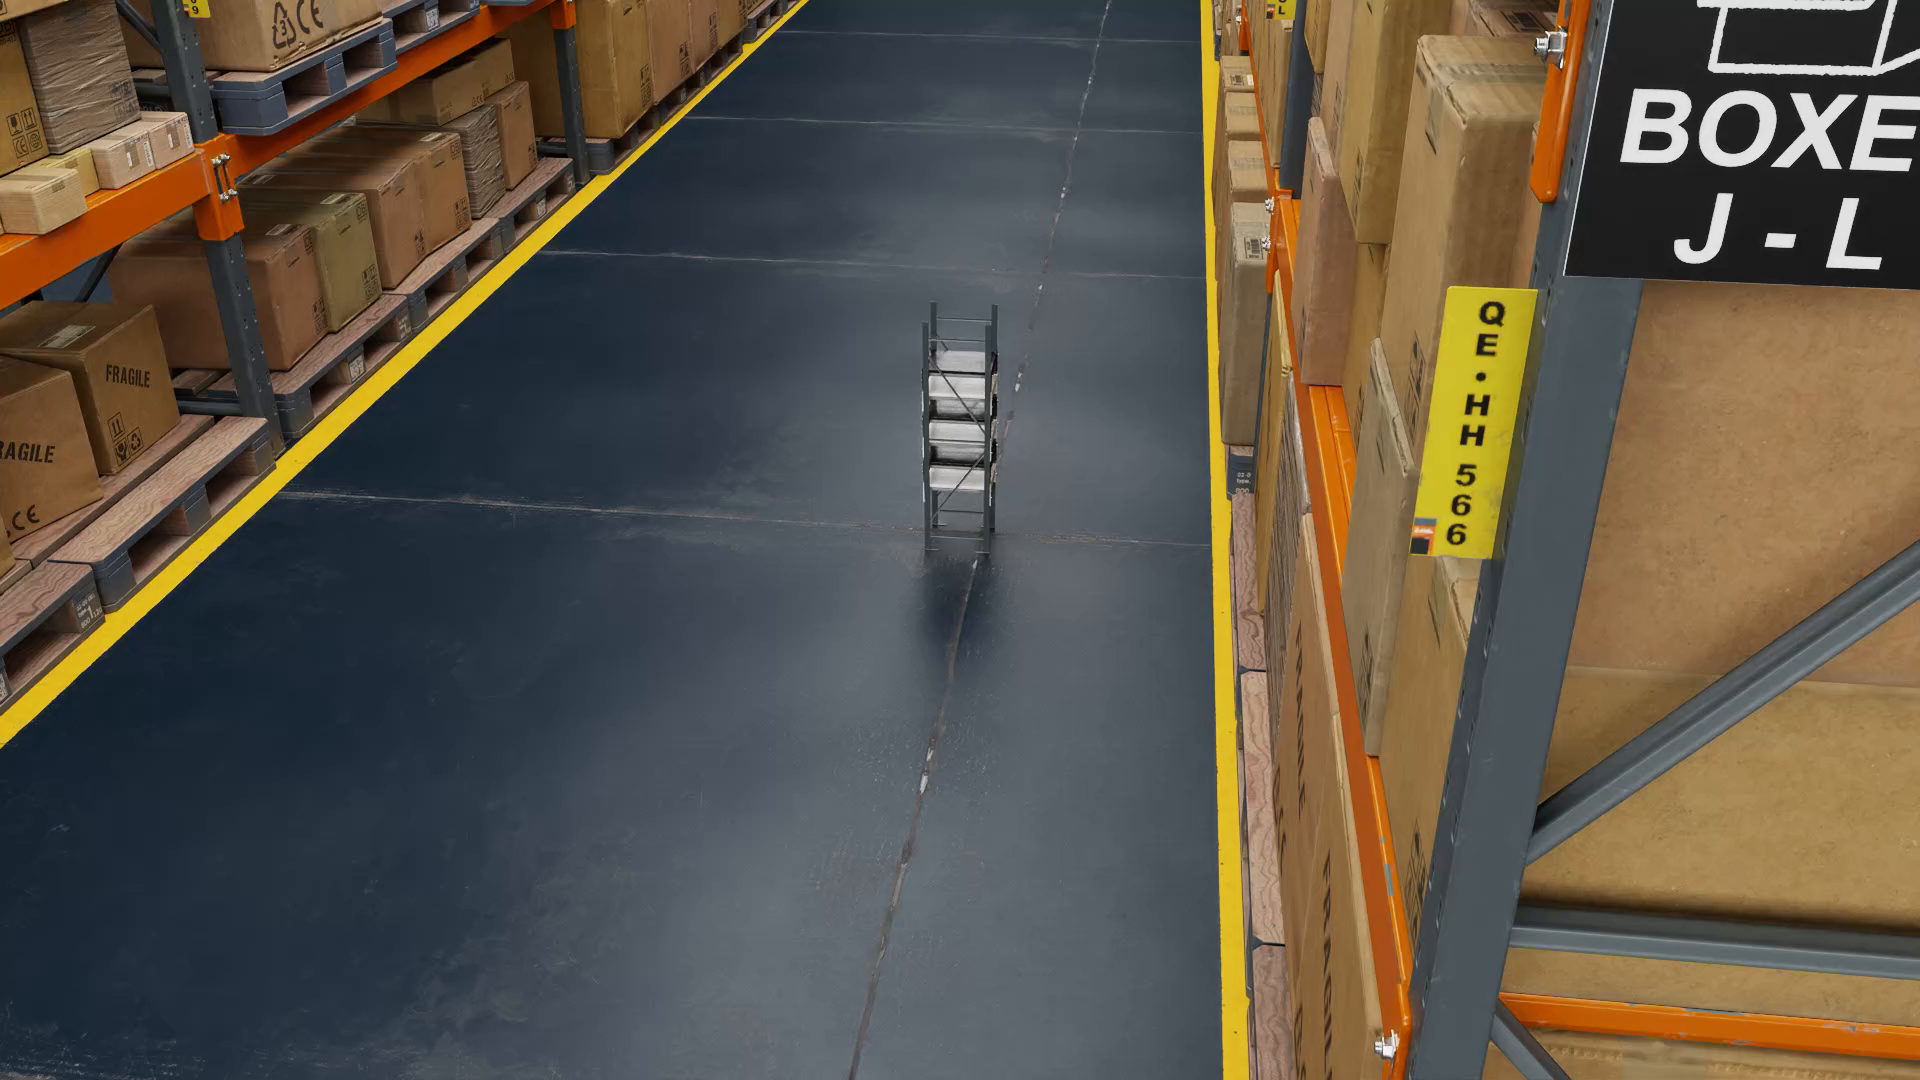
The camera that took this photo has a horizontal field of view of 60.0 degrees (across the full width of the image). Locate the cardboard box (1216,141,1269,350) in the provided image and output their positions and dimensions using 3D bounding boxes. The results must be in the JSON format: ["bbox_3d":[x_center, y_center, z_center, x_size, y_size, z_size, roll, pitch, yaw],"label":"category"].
[{"bbox_3d":[1.707,-1.301,7.431,1.050,0.750,0.750,3,28,6],"label":"cardboard box"}]

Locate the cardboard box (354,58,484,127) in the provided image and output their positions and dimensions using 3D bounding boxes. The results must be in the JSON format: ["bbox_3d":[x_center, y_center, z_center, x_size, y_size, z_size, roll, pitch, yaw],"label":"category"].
[{"bbox_3d":[-2.930,-2.430,8.979,0.500,0.250,0.500,7,29,12],"label":"cardboard box"}]

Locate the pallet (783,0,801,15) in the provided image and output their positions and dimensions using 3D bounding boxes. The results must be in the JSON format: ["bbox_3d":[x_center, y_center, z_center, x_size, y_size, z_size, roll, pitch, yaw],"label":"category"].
[{"bbox_3d":[-2.014,-5.158,15.602,1.003,0.211,1.213,3,28,6],"label":"pallet"}]

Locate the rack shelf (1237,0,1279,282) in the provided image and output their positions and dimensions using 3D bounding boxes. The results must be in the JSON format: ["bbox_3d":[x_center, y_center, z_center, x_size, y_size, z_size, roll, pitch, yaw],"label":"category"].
[{"bbox_3d":[1.843,-1.980,7.521,1.077,0.370,4.000,3,28,6],"label":"rack shelf"}]

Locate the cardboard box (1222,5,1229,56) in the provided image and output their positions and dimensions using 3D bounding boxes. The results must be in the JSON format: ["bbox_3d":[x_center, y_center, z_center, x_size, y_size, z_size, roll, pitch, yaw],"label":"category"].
[{"bbox_3d":[2.161,-3.624,12.006,0.500,0.500,0.500,5,29,8],"label":"cardboard box"}]

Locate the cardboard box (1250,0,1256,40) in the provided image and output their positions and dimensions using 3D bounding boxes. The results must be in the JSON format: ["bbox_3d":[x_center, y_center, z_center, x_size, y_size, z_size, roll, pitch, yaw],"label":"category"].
[{"bbox_3d":[1.643,-2.610,7.826,0.500,0.500,0.500,3,28,6],"label":"cardboard box"}]

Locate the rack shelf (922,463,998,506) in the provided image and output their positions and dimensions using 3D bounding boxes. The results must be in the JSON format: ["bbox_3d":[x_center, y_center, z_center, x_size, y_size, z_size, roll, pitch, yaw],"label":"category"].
[{"bbox_3d":[0.001,-0.212,6.145,0.258,0.077,0.200,3,28,6],"label":"rack shelf"}]

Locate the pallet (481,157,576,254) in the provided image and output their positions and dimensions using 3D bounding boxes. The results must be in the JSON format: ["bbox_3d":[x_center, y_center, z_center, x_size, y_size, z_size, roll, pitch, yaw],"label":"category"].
[{"bbox_3d":[-2.920,-1.978,9.700,1.003,0.211,1.213,3,28,6],"label":"pallet"}]

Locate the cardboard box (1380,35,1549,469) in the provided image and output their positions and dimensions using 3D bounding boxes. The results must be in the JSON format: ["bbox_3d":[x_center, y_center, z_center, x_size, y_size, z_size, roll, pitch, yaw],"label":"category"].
[{"bbox_3d":[1.167,-0.450,2.627,0.875,0.550,0.550,3,28,6],"label":"cardboard box"}]

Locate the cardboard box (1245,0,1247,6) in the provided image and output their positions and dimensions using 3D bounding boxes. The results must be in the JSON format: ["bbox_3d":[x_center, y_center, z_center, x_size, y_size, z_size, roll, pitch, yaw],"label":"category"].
[{"bbox_3d":[1.765,-3.086,8.711,0.500,0.500,0.500,4,29,7],"label":"cardboard box"}]

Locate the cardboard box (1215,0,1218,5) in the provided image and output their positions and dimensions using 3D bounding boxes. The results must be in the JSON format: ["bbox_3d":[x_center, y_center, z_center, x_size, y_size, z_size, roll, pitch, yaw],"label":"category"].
[{"bbox_3d":[2.415,-4.742,14.453,0.380,0.149,0.250,3,28,6],"label":"cardboard box"}]

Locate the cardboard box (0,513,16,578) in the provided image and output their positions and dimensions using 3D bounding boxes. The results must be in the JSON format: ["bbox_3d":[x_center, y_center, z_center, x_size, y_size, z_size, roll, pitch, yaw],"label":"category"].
[{"bbox_3d":[-3.462,-0.023,5.322,0.500,0.500,0.500,1,28,2],"label":"cardboard box"}]

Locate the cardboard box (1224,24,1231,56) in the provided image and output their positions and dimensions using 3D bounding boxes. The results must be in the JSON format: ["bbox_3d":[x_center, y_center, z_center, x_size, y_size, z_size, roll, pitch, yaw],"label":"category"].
[{"bbox_3d":[2.025,-3.141,11.111,0.500,0.500,0.500,2,28,4],"label":"cardboard box"}]

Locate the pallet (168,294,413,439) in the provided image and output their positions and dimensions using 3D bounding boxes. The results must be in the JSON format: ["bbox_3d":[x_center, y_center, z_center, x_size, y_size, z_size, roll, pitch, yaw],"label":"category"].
[{"bbox_3d":[-3.219,-0.830,7.568,1.003,0.211,1.213,3,28,6],"label":"pallet"}]

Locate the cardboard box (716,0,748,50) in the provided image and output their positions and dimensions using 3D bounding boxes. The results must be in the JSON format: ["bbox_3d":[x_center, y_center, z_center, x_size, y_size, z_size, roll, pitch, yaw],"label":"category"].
[{"bbox_3d":[-2.391,-4.404,13.059,1.225,0.875,0.875,3,29,6],"label":"cardboard box"}]

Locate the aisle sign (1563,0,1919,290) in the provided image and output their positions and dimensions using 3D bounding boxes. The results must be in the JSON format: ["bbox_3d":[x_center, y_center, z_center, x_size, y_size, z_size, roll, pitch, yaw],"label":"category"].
[{"bbox_3d":[0.801,-0.601,1.462,0.394,0.787,0.004,3,28,6],"label":"aisle sign"}]

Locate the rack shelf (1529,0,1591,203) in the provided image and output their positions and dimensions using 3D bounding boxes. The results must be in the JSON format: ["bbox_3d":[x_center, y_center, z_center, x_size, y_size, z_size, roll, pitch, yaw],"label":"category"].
[{"bbox_3d":[1.353,-1.418,3.315,1.077,0.370,4.000,3,28,6],"label":"rack shelf"}]

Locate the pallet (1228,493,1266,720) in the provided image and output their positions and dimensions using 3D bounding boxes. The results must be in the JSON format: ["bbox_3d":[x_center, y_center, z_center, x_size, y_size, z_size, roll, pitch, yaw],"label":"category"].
[{"bbox_3d":[1.427,0.226,5.608,1.003,0.211,1.213,3,28,6],"label":"pallet"}]

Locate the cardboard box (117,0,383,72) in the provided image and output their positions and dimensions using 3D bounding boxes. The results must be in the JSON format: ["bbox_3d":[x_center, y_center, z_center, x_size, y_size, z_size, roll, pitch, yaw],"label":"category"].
[{"bbox_3d":[-3.076,-2.506,6.663,1.000,1.000,1.000,4,29,7],"label":"cardboard box"}]

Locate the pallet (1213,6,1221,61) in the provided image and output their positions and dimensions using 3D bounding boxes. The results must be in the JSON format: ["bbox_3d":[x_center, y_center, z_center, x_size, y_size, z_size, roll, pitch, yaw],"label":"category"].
[{"bbox_3d":[2.625,-4.211,13.845,1.003,0.211,1.213,3,28,6],"label":"pallet"}]

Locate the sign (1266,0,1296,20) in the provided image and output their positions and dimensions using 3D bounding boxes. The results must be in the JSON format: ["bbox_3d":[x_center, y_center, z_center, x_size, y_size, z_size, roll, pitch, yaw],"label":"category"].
[{"bbox_3d":[1.058,-1.857,5.397,0.100,0.325,0.005,3,28,6],"label":"sign"}]

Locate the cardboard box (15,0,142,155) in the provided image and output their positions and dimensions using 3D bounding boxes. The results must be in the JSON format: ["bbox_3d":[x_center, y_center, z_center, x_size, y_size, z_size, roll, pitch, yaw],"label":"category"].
[{"bbox_3d":[-3.429,-1.658,5.745,0.875,0.500,0.500,3,28,6],"label":"cardboard box"}]

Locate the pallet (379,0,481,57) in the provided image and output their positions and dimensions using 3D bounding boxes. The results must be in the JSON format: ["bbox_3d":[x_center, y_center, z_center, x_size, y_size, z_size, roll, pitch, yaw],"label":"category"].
[{"bbox_3d":[-3.024,-2.555,8.033,1.003,0.211,1.213,3,28,6],"label":"pallet"}]

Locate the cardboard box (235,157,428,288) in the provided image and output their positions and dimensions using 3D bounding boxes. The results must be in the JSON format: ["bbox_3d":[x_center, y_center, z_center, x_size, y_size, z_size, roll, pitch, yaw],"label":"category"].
[{"bbox_3d":[-3.071,-1.559,8.152,0.700,0.500,0.500,1,28,2],"label":"cardboard box"}]

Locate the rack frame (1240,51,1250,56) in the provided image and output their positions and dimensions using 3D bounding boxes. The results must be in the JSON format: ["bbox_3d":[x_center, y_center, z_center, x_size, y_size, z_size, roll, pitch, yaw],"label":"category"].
[{"bbox_3d":[2.088,-3.238,9.098,1.000,3.000,0.127,3,28,6],"label":"rack frame"}]

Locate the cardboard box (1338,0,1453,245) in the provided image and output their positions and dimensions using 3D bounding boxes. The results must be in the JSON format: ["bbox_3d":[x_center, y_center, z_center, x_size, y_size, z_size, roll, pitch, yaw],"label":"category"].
[{"bbox_3d":[1.307,-0.963,3.578,0.875,0.550,0.500,3,28,6],"label":"cardboard box"}]

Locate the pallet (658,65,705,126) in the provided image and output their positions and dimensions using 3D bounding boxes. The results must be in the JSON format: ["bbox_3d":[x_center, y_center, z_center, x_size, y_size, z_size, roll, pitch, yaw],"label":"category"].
[{"bbox_3d":[-2.499,-3.286,12.126,1.003,0.211,1.213,3,28,6],"label":"pallet"}]

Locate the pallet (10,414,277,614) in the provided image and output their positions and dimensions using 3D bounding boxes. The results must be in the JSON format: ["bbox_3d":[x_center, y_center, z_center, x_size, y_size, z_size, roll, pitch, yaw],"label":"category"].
[{"bbox_3d":[-3.360,-0.145,6.297,1.003,0.211,1.213,3,28,6],"label":"pallet"}]

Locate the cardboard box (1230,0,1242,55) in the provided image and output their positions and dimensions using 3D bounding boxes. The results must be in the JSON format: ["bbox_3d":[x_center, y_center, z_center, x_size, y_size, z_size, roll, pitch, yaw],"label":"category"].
[{"bbox_3d":[1.963,-3.228,10.481,0.500,0.250,0.500,4,29,7],"label":"cardboard box"}]

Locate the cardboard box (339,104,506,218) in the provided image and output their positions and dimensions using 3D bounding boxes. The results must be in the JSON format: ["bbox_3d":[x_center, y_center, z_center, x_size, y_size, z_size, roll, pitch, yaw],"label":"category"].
[{"bbox_3d":[-2.940,-2.089,9.136,0.700,0.500,0.500,1,28,2],"label":"cardboard box"}]

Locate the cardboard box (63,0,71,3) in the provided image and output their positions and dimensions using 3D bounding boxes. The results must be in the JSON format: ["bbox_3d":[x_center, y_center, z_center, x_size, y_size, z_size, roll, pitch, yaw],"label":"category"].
[{"bbox_3d":[-3.094,-2.078,5.472,0.500,0.500,0.500,3,28,6],"label":"cardboard box"}]

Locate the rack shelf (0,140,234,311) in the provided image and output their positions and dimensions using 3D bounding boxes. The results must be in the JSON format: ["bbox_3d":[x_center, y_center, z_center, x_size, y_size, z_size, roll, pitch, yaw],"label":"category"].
[{"bbox_3d":[-3.558,-0.433,4.649,1.077,0.370,4.000,3,28,6],"label":"rack shelf"}]

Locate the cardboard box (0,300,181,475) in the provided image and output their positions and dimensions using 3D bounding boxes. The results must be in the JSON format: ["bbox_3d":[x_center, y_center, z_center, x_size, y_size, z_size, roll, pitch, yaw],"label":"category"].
[{"bbox_3d":[-3.401,-0.589,6.374,0.500,0.500,0.500,3,28,5],"label":"cardboard box"}]

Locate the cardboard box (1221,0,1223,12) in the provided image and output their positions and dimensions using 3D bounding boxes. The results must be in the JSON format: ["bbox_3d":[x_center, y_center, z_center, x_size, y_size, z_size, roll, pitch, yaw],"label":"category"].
[{"bbox_3d":[2.301,-4.348,13.408,0.380,0.149,0.250,4,29,7],"label":"cardboard box"}]

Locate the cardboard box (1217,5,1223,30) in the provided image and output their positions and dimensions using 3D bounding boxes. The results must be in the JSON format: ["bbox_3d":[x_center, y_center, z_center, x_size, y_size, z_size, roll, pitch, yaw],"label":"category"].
[{"bbox_3d":[2.288,-4.255,13.549,0.380,0.149,0.250,4,29,7],"label":"cardboard box"}]

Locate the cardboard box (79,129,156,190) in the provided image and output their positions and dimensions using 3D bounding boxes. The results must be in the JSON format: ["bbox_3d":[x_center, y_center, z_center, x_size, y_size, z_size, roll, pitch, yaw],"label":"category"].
[{"bbox_3d":[-3.087,-1.345,5.849,0.380,0.149,0.250,3,28,6],"label":"cardboard box"}]

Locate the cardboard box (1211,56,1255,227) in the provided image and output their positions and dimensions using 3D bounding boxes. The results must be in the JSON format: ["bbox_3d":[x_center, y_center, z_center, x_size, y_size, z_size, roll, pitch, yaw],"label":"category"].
[{"bbox_3d":[1.924,-2.151,9.009,1.050,0.750,0.750,3,28,6],"label":"cardboard box"}]

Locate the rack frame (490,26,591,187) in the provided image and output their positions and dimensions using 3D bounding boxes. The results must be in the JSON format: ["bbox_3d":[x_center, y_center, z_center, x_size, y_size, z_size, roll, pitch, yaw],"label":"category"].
[{"bbox_3d":[-2.822,-3.574,9.721,1.000,3.000,0.127,3,28,6],"label":"rack frame"}]

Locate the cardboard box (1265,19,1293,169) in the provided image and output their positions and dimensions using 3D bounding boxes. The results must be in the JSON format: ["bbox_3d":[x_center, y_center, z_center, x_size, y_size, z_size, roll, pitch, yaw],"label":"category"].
[{"bbox_3d":[1.396,-1.660,6.064,0.500,0.500,0.500,3,28,6],"label":"cardboard box"}]

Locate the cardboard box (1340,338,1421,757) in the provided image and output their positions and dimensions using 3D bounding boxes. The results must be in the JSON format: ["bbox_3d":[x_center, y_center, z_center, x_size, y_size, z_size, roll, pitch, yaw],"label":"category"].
[{"bbox_3d":[1.154,0.024,2.884,0.875,0.550,0.550,3,28,6],"label":"cardboard box"}]

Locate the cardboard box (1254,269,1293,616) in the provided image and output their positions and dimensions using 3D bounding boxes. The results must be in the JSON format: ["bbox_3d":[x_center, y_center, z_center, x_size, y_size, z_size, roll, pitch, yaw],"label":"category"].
[{"bbox_3d":[1.451,-0.313,5.465,0.875,0.875,0.875,4,29,7],"label":"cardboard box"}]

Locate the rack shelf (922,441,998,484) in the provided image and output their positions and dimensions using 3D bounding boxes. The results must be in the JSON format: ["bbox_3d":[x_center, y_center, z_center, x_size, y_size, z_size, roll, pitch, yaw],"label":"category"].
[{"bbox_3d":[0.001,-0.291,6.102,0.258,0.077,0.200,3,28,6],"label":"rack shelf"}]

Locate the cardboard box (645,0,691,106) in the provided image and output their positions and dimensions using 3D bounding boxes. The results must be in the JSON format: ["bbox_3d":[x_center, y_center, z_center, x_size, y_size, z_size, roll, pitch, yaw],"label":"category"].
[{"bbox_3d":[-2.600,-3.566,11.504,1.225,0.875,0.875,3,29,6],"label":"cardboard box"}]

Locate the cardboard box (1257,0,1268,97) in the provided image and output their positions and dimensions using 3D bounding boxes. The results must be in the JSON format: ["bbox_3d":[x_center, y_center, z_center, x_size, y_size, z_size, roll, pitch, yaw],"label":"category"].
[{"bbox_3d":[1.520,-2.136,6.947,0.500,0.500,0.500,4,29,7],"label":"cardboard box"}]

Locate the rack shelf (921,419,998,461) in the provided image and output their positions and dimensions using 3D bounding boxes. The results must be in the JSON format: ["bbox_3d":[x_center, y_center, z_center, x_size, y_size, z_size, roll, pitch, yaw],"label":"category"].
[{"bbox_3d":[0.001,-0.371,6.059,0.258,0.077,0.200,3,28,6],"label":"rack shelf"}]

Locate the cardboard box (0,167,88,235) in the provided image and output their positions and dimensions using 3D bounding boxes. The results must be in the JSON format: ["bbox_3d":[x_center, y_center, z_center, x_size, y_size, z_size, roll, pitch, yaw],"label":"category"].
[{"bbox_3d":[-3.097,-1.107,5.406,0.380,0.149,0.250,3,28,6],"label":"cardboard box"}]

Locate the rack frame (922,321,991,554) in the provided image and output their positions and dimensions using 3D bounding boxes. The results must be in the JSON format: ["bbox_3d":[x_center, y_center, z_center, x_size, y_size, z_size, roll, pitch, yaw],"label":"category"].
[{"bbox_3d":[-0.011,-0.352,5.955,0.240,0.900,0.006,3,28,6],"label":"rack frame"}]

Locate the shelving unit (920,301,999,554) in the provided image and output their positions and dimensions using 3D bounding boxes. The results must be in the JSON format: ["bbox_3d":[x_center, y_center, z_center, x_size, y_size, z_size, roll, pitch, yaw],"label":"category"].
[{"bbox_3d":[0.001,-0.400,6.044,0.258,0.900,0.210,3,28,6],"label":"shelving unit"}]

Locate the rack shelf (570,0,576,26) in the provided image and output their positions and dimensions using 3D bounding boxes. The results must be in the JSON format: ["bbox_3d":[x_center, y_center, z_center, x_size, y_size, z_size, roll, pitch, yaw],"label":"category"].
[{"bbox_3d":[-2.577,-4.199,11.639,1.077,0.370,4.000,3,28,6],"label":"rack shelf"}]

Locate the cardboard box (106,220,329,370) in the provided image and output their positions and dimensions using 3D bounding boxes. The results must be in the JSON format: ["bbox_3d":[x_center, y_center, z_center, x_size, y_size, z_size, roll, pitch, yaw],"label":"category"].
[{"bbox_3d":[-3.216,-1.072,7.249,0.700,0.500,0.500,1,28,2],"label":"cardboard box"}]

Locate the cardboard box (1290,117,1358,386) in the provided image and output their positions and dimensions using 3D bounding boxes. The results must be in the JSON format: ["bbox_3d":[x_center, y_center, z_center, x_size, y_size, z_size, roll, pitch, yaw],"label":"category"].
[{"bbox_3d":[1.337,-0.739,4.301,0.875,0.550,0.550,3,28,6],"label":"cardboard box"}]

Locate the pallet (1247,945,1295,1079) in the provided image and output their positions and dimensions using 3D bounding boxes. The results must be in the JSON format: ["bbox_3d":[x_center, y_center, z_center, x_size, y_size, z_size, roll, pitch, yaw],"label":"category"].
[{"bbox_3d":[1.128,1.374,3.476,1.003,0.211,1.213,3,28,6],"label":"pallet"}]

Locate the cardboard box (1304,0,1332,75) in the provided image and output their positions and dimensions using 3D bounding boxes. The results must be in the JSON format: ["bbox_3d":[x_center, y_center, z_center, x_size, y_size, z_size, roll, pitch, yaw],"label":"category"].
[{"bbox_3d":[1.518,-1.725,4.992,0.875,0.550,0.550,3,28,6],"label":"cardboard box"}]

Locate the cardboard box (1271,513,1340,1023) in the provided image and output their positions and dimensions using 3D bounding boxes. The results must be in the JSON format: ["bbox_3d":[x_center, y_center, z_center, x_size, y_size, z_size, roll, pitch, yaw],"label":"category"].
[{"bbox_3d":[1.231,0.541,3.881,0.875,0.875,0.875,3,28,5],"label":"cardboard box"}]

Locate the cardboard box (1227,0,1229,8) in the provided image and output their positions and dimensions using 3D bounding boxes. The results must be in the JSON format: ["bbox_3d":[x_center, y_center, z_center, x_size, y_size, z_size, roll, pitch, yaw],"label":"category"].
[{"bbox_3d":[2.162,-3.952,11.825,0.500,0.250,0.500,4,29,8],"label":"cardboard box"}]
